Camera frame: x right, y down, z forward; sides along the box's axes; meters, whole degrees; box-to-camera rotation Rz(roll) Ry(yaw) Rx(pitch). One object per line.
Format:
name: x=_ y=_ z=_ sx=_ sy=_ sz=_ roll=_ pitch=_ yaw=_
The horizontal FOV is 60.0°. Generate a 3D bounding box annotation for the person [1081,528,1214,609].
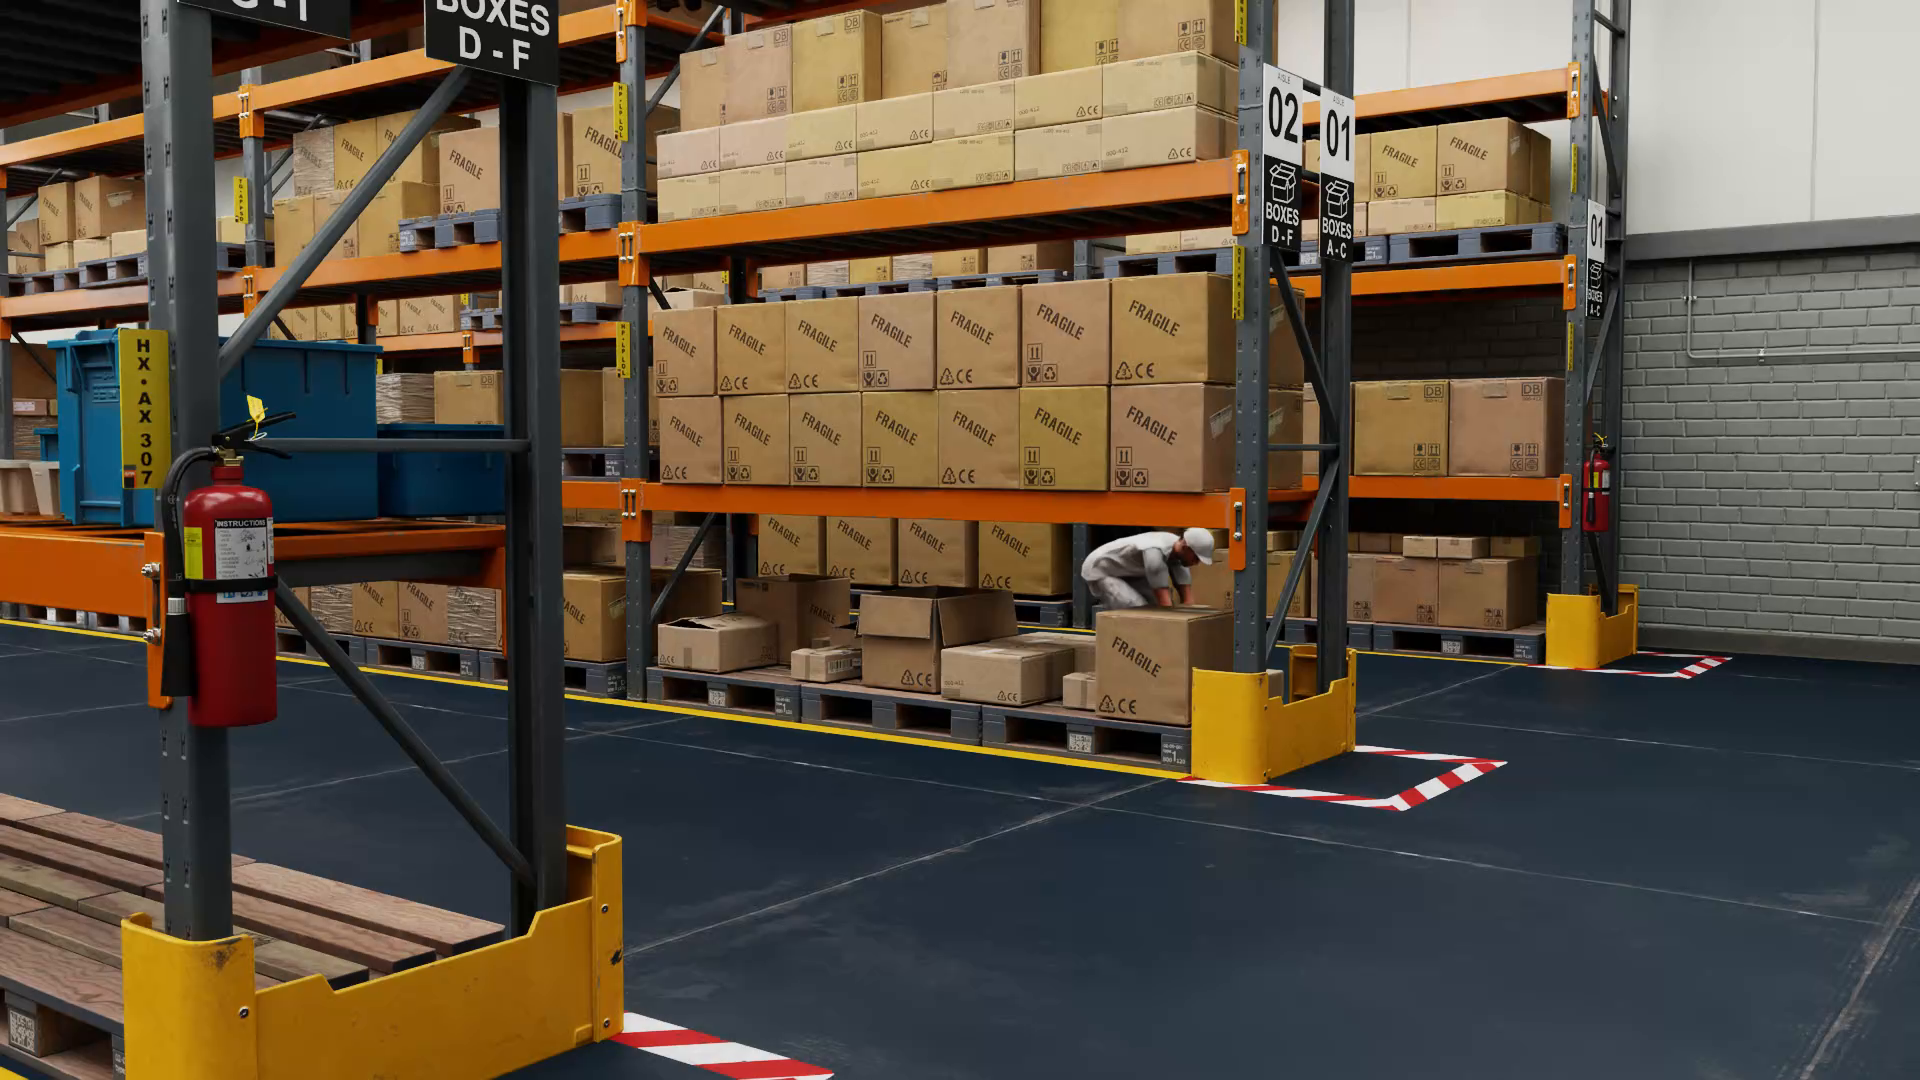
person: x=1.286 y=0.392 z=11.328 sx=0.935 sy=0.987 sz=0.533 roll=2 pitch=4 yaw=34
